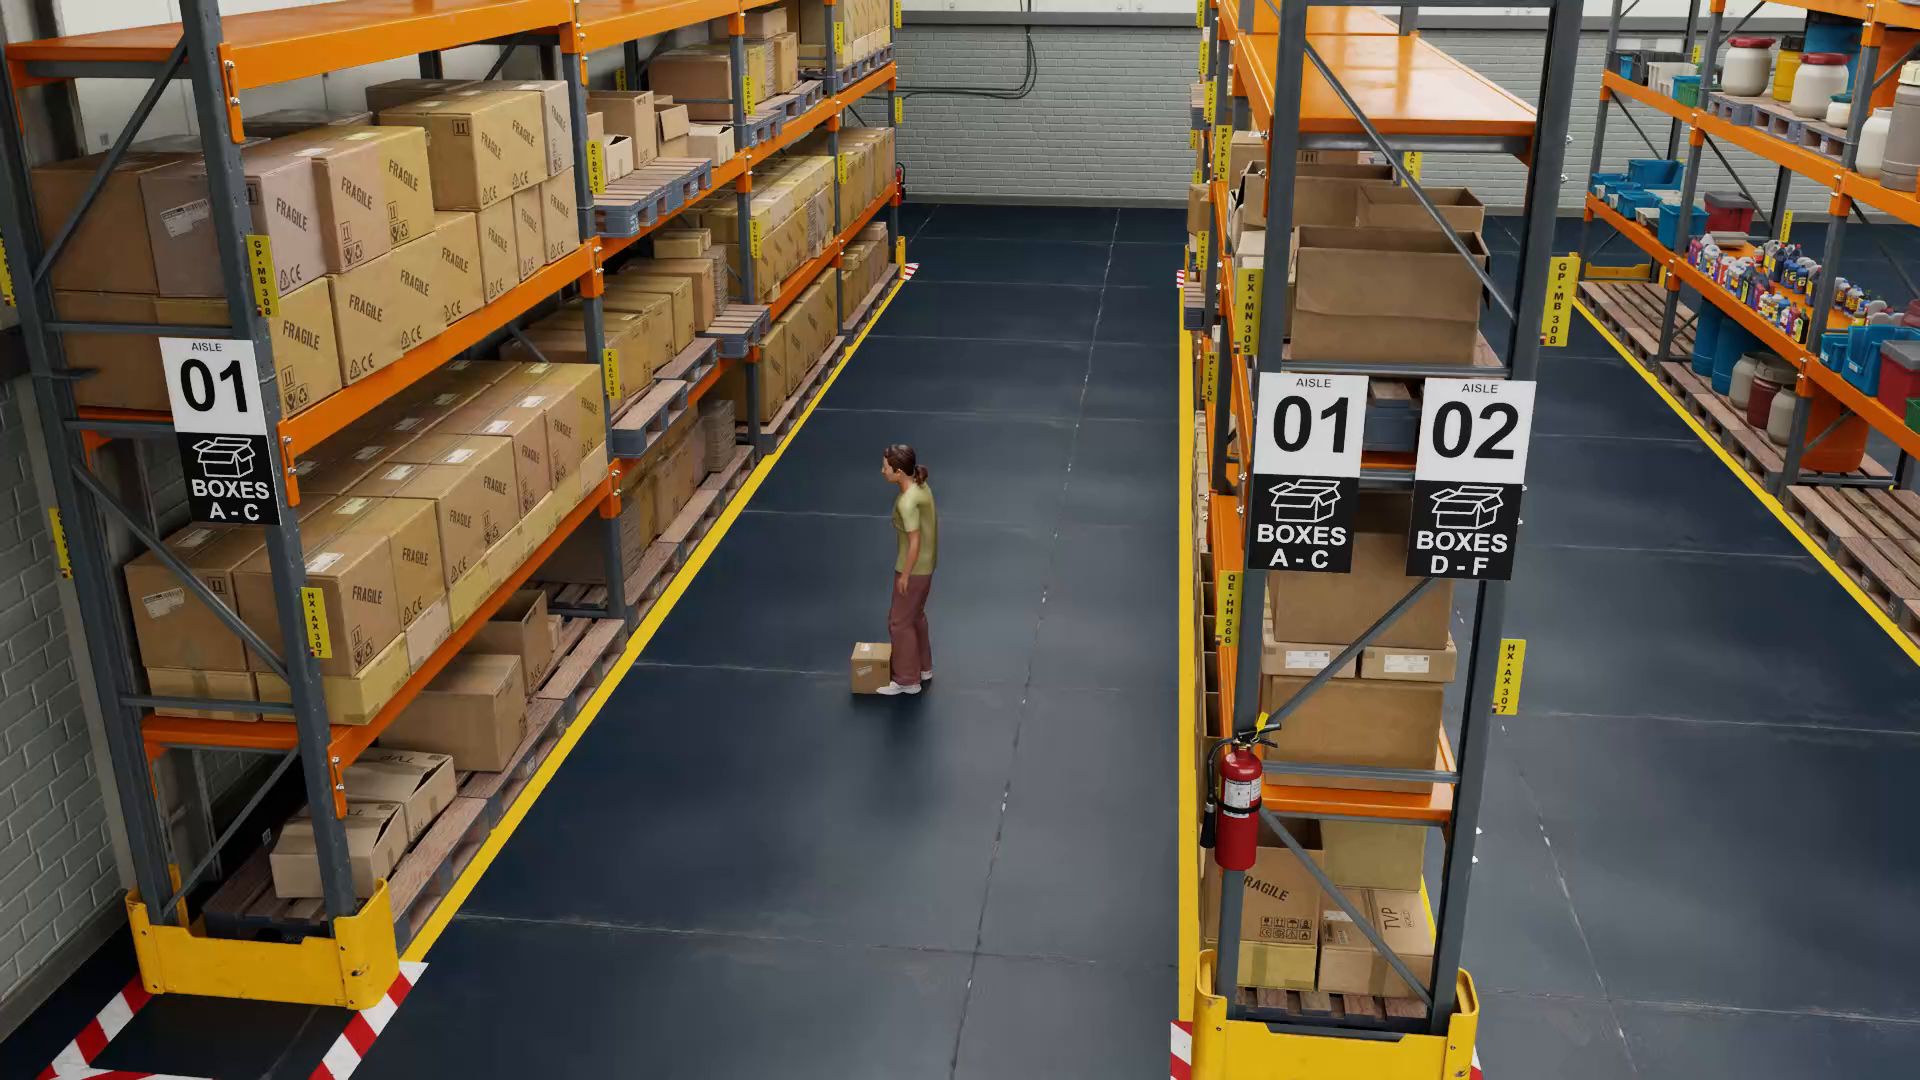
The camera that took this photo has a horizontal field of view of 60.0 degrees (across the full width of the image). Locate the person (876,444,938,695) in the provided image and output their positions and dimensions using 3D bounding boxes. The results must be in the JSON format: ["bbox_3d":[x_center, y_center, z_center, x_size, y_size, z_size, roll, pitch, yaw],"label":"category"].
[{"bbox_3d":[-0.347,0.181,10.619,0.405,1.673,0.498,3,21,7],"label":"person"}]
